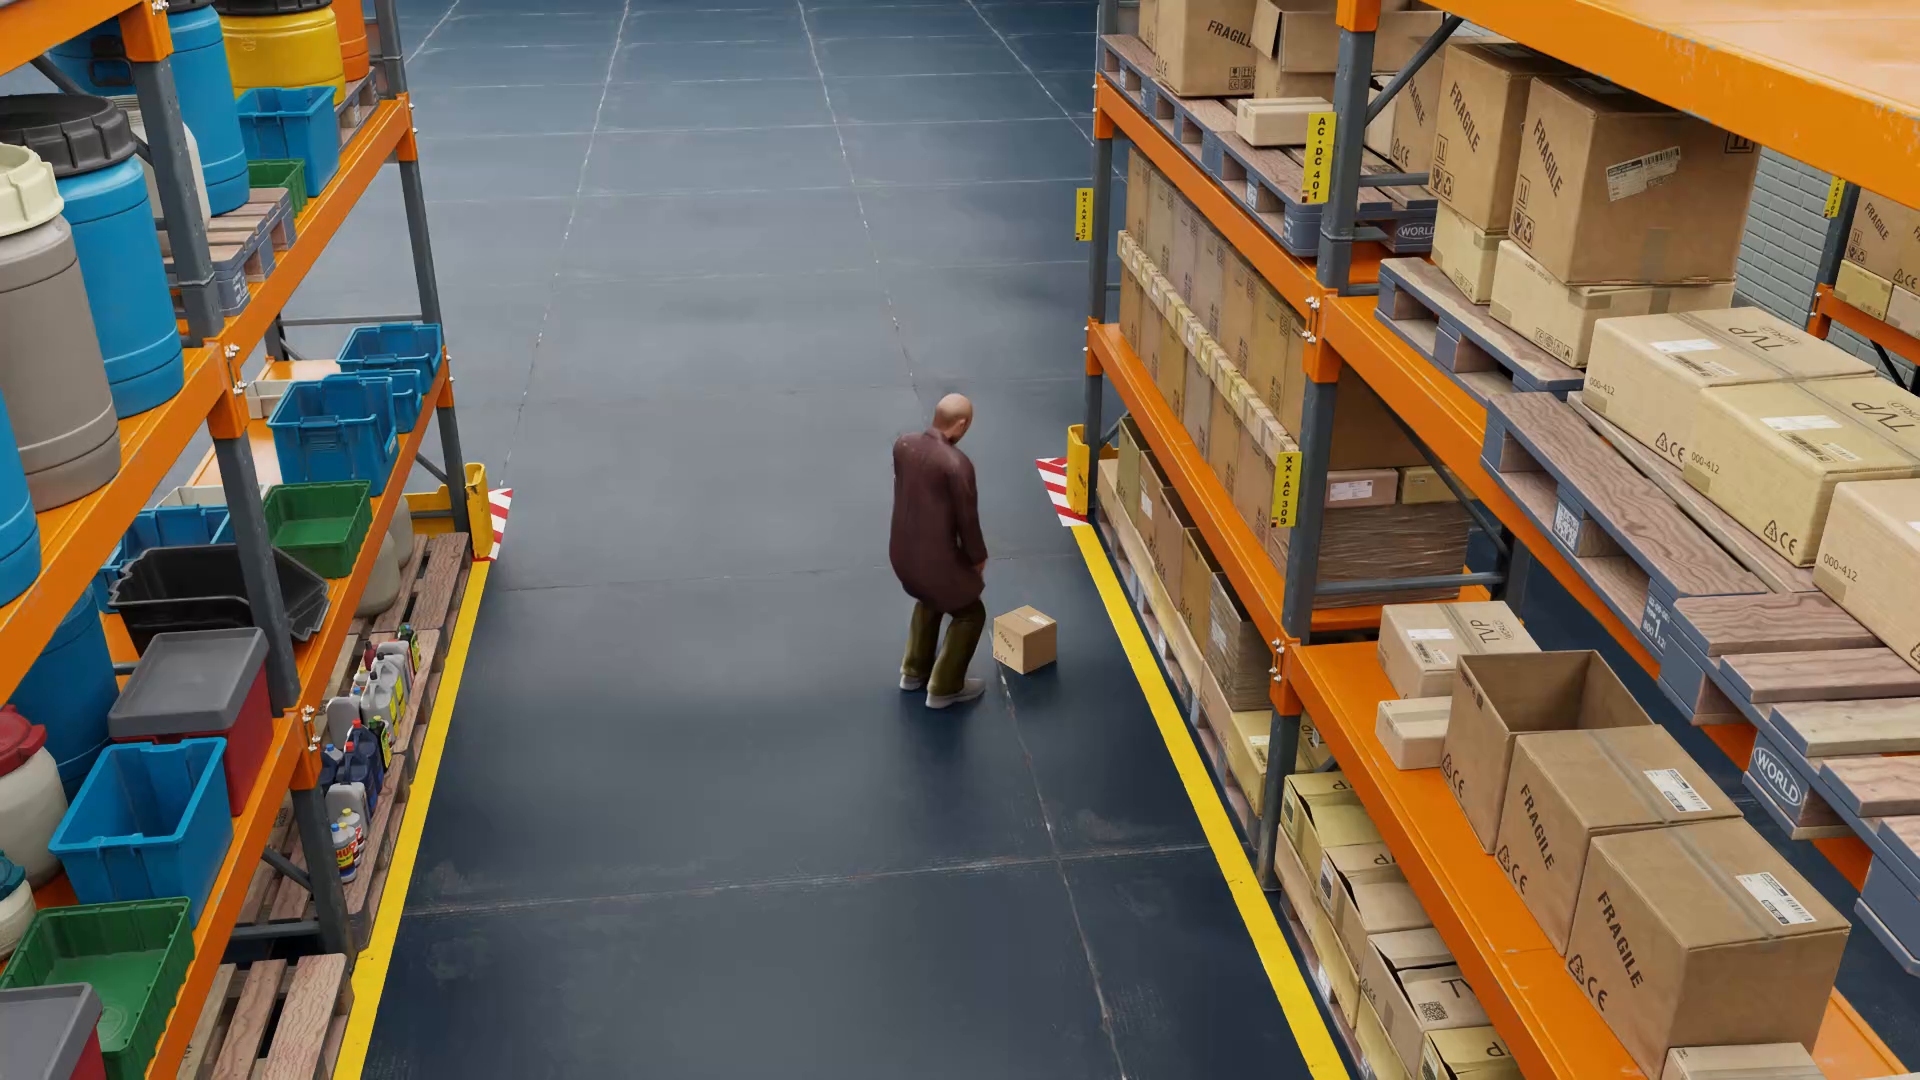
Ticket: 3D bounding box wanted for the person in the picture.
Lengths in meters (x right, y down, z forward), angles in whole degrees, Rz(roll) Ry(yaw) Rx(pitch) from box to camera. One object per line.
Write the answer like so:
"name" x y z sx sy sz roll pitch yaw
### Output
"person" -0.130 0.054 8.656 0.502 1.672 0.607 -20 33 -34
